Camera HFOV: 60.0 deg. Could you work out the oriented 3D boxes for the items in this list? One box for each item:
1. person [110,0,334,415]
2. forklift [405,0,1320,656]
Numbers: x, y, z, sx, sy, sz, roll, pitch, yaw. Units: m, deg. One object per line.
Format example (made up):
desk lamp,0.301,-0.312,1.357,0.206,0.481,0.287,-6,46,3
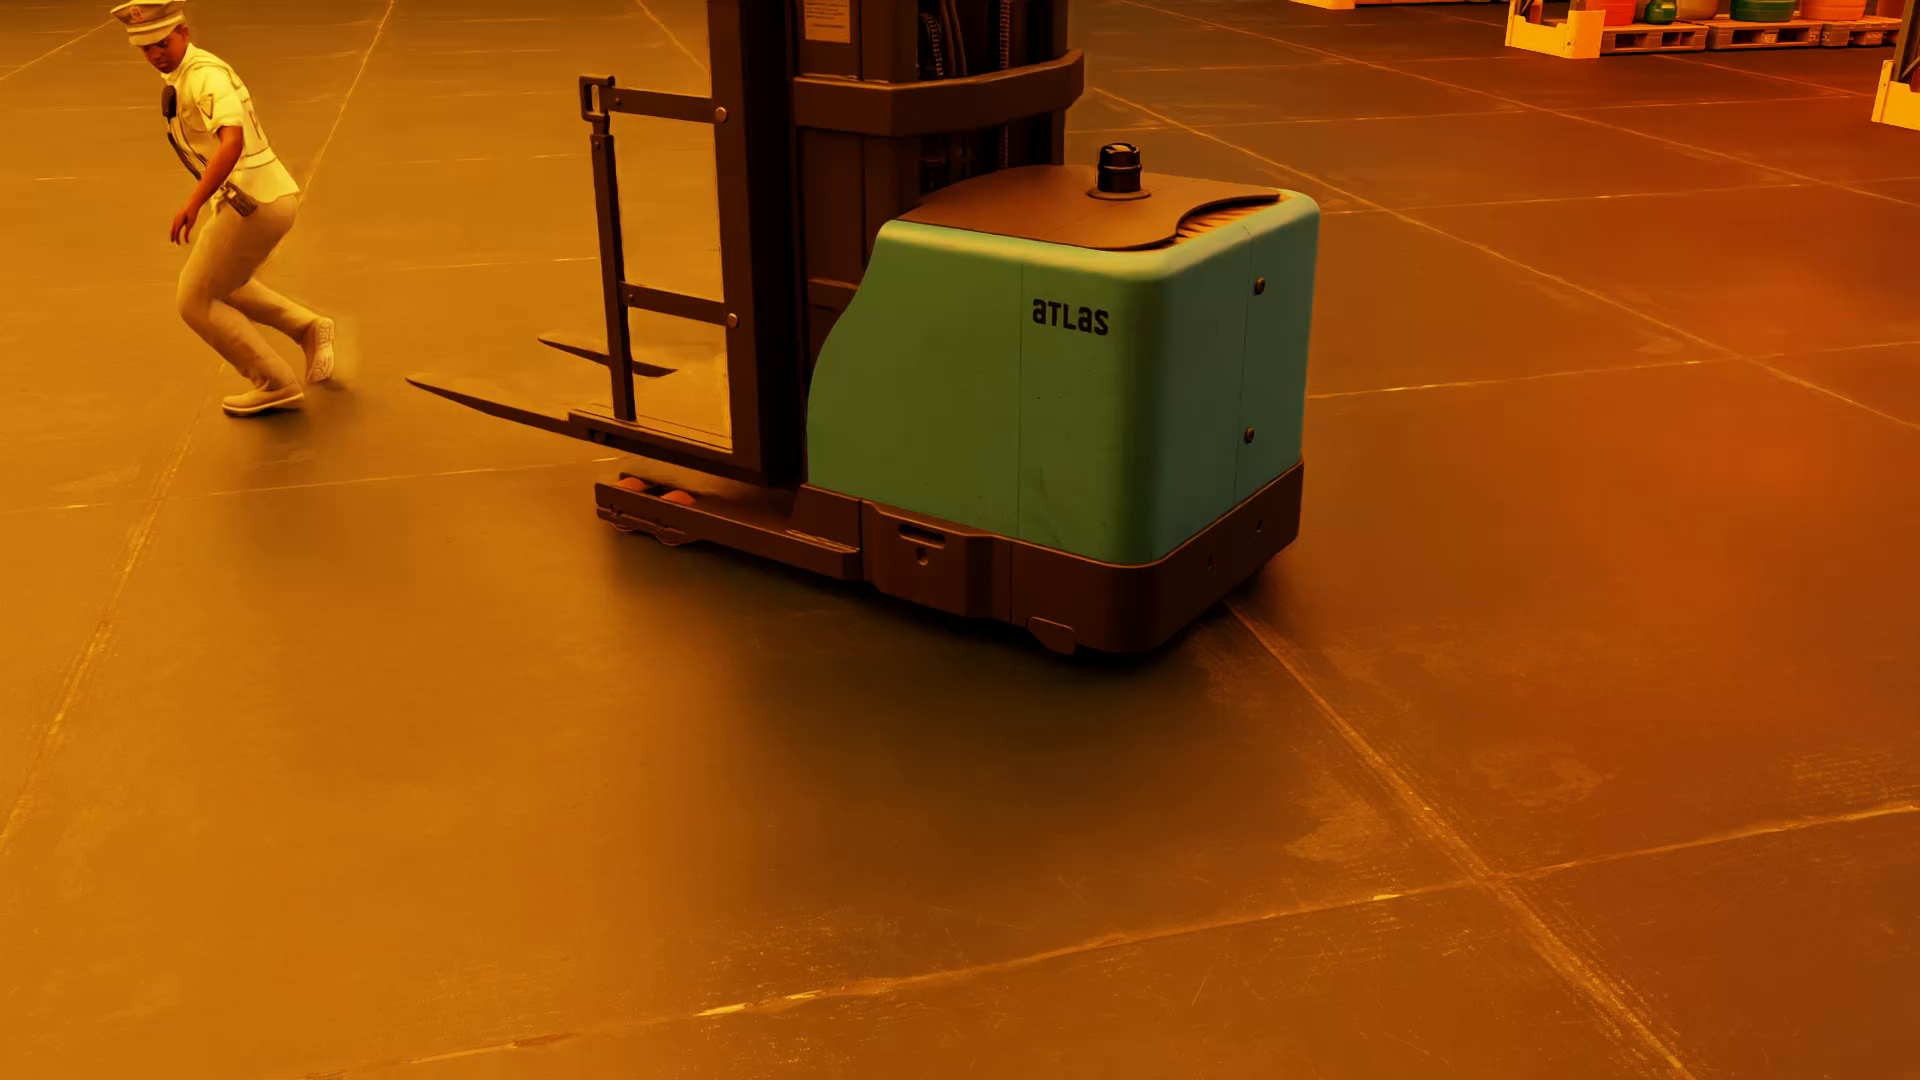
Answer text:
person,-2.657,-1.224,6.089,0.540,1.502,0.876,-7,24,-16
forklift,-0.506,-1.483,4.794,3.031,2.935,1.130,15,27,31
